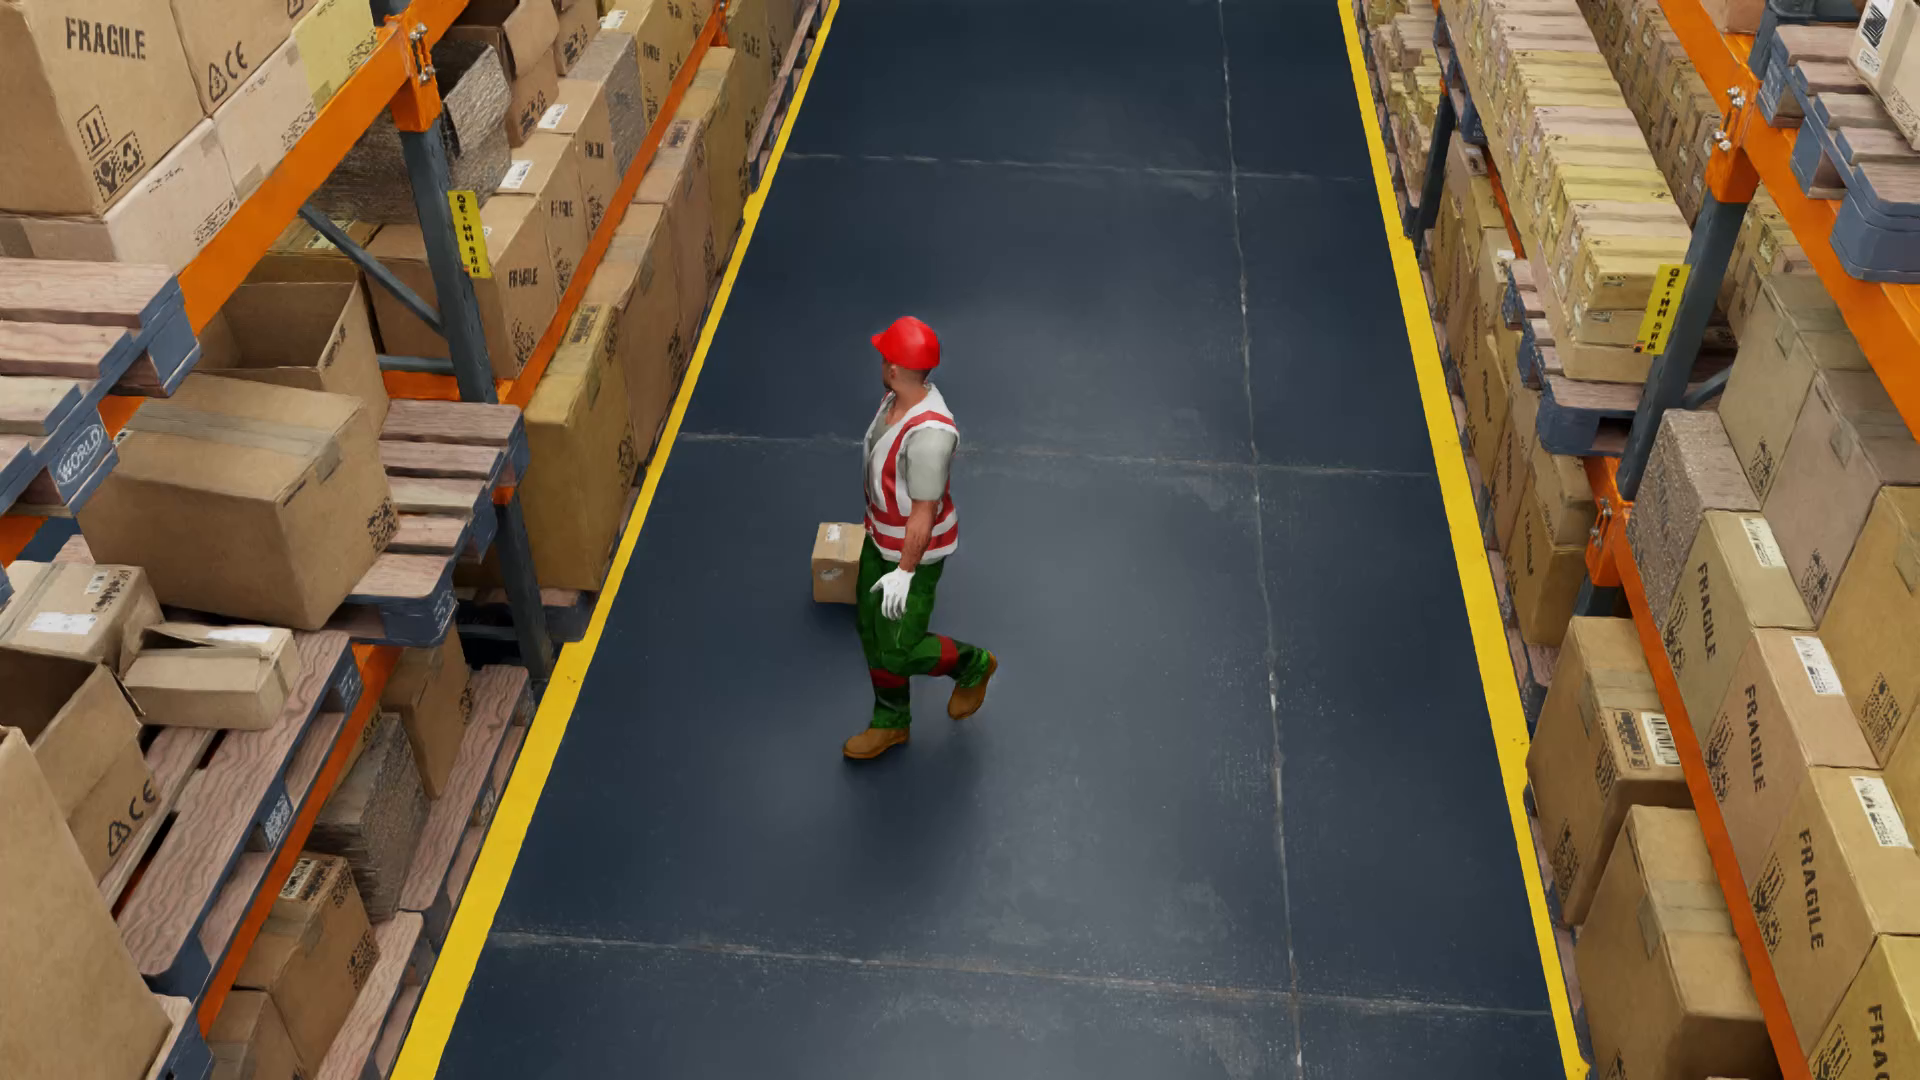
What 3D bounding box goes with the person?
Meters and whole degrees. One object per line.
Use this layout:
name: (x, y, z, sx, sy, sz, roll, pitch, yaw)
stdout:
person: (-0.220, 0.005, 6.172, 0.669, 1.744, 0.600, -15, 42, -17)
